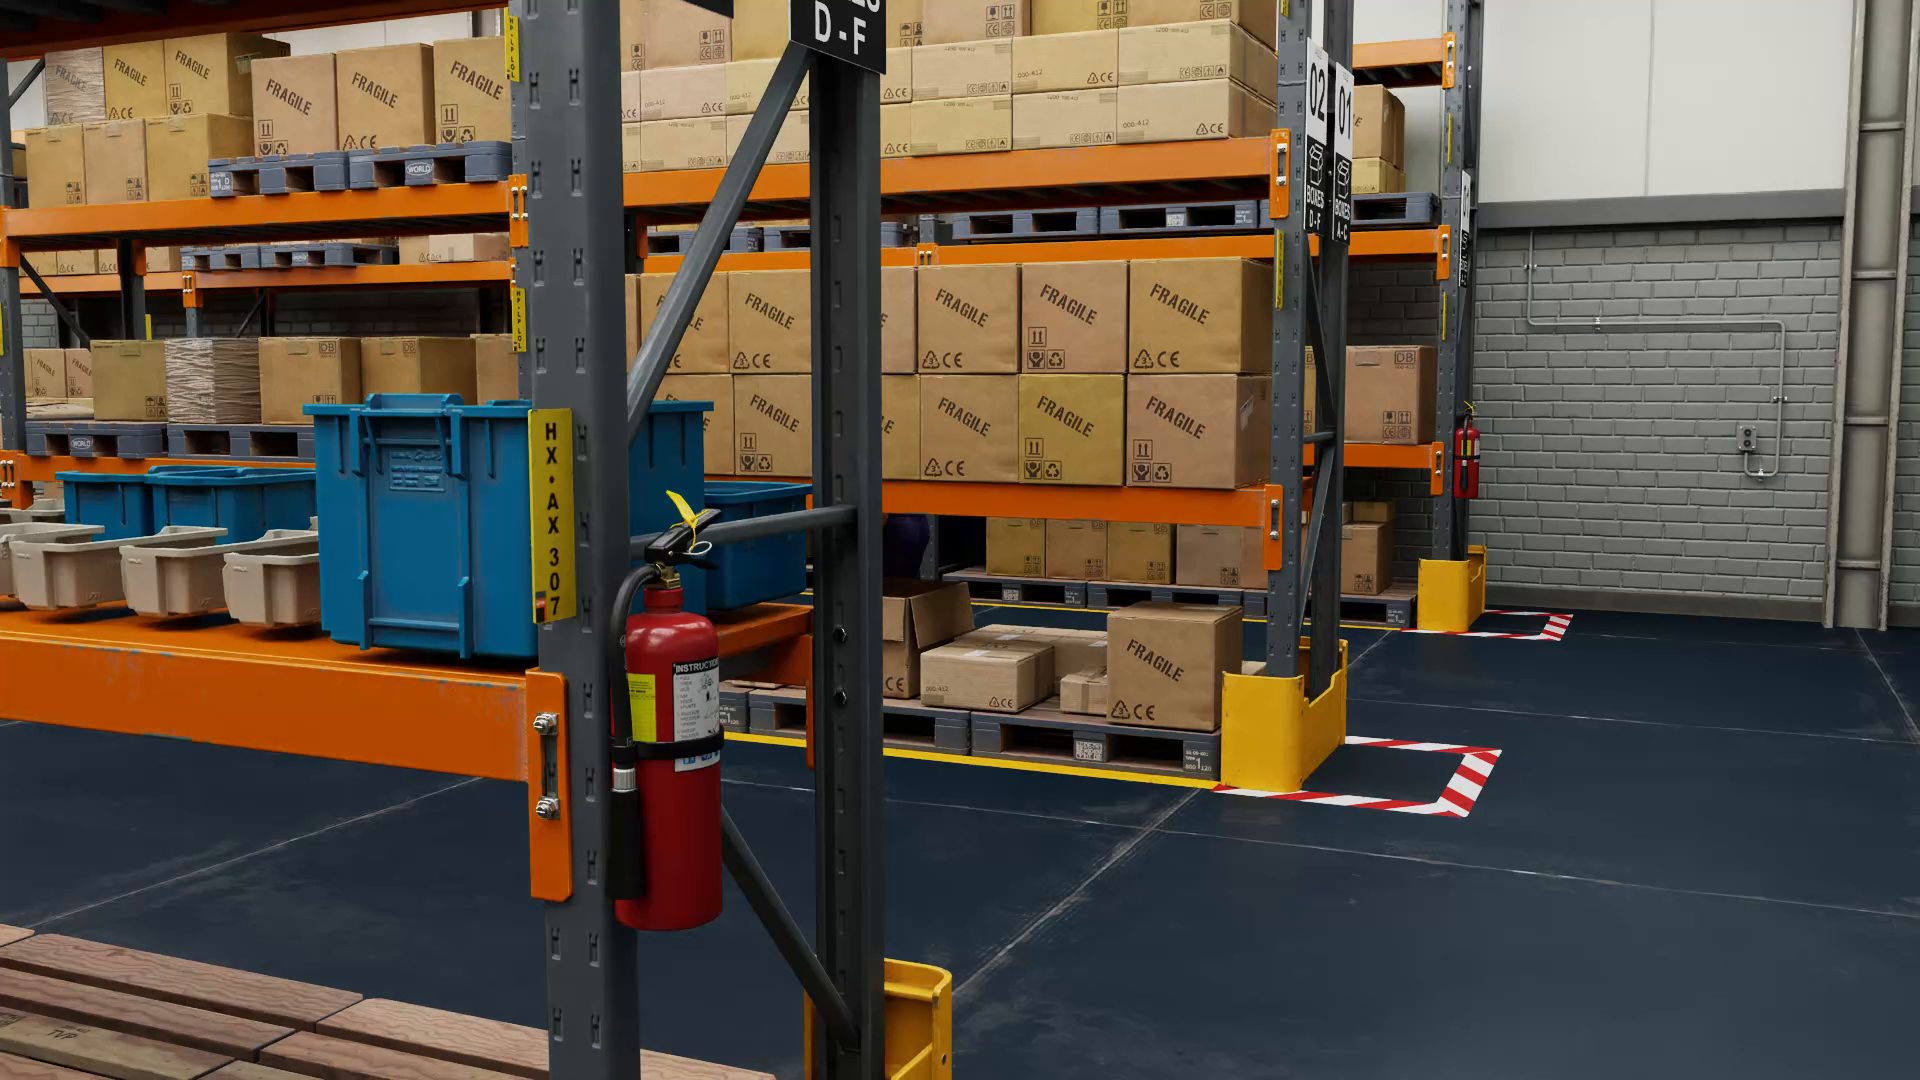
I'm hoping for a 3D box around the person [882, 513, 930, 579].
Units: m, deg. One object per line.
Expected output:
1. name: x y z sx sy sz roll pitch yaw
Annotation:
1. person: -0.396 -0.038 10.203 0.369 1.651 0.542 2 6 21
